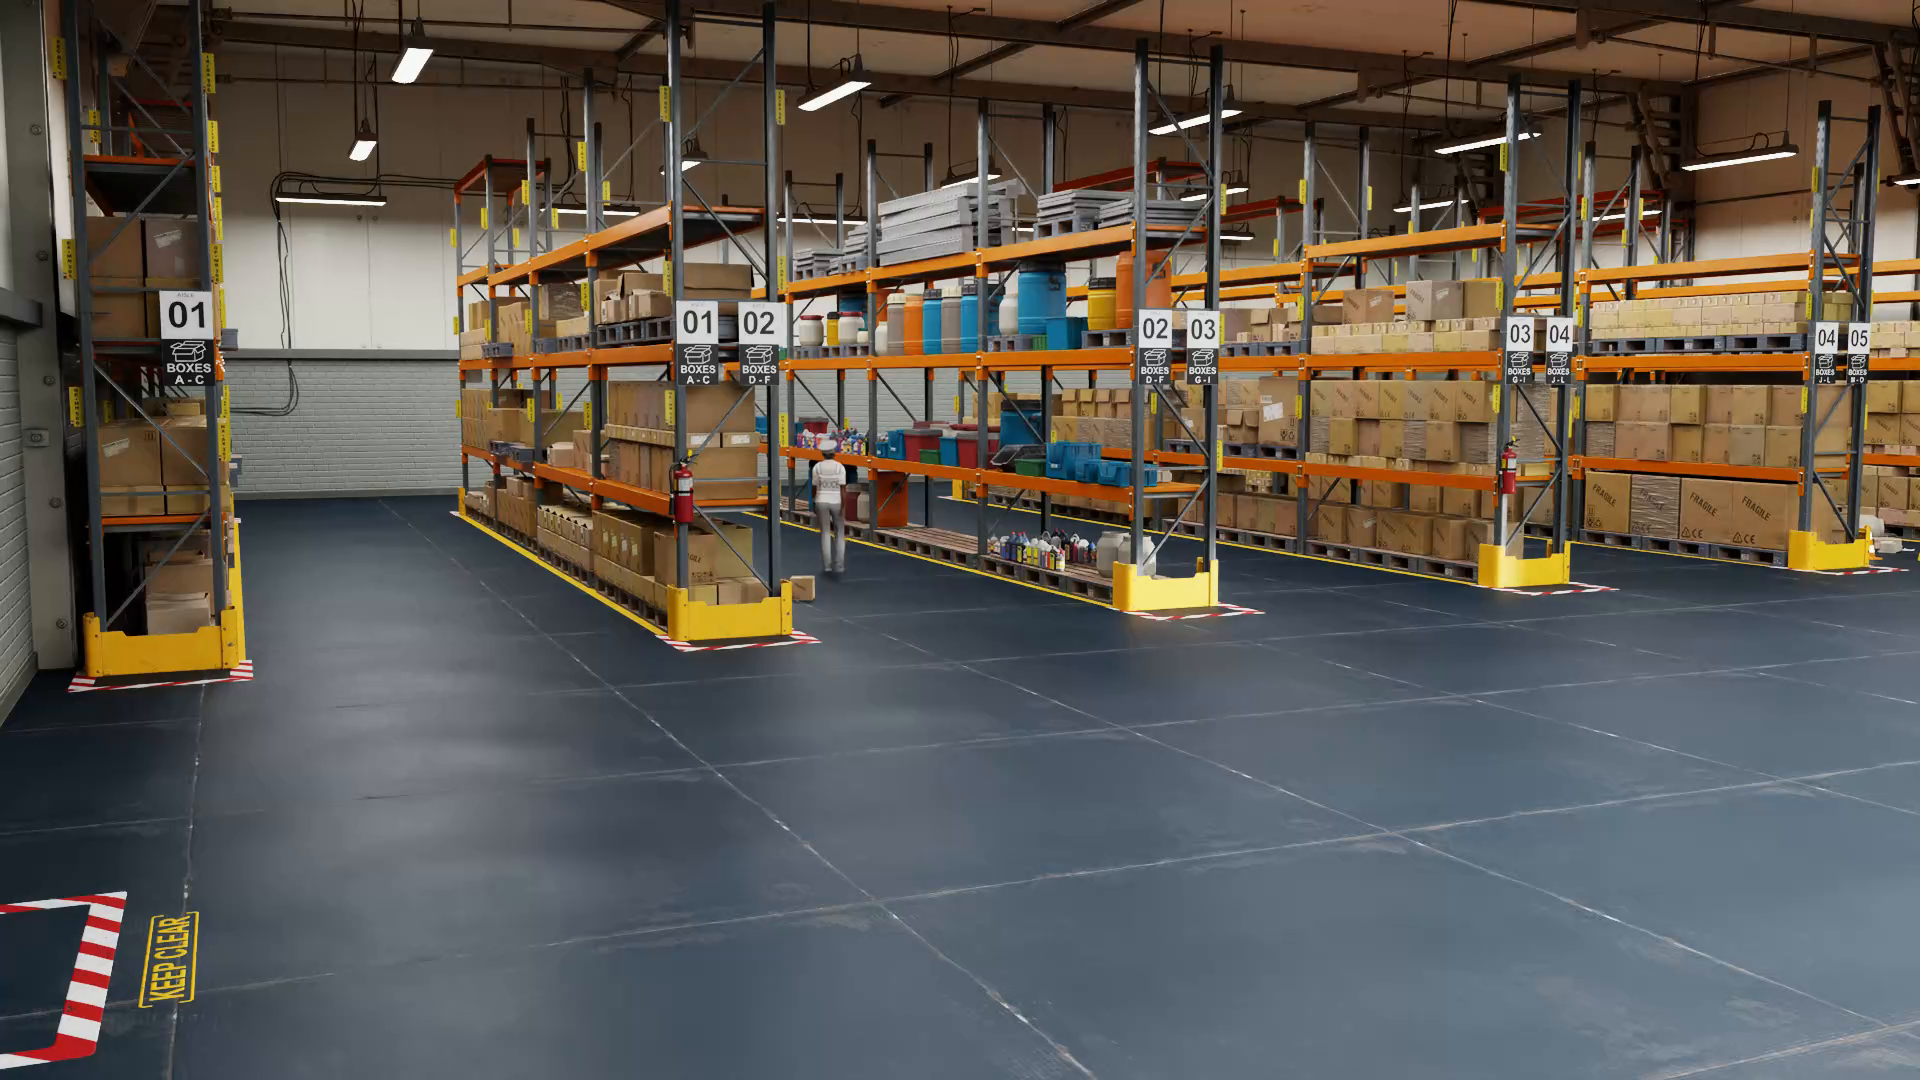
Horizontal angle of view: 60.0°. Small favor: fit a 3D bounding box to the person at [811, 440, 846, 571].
[{"bbox_3d":[-1.678,-0.415,21.308,0.445,1.727,0.722,0,6,-3],"label":"person"}]
